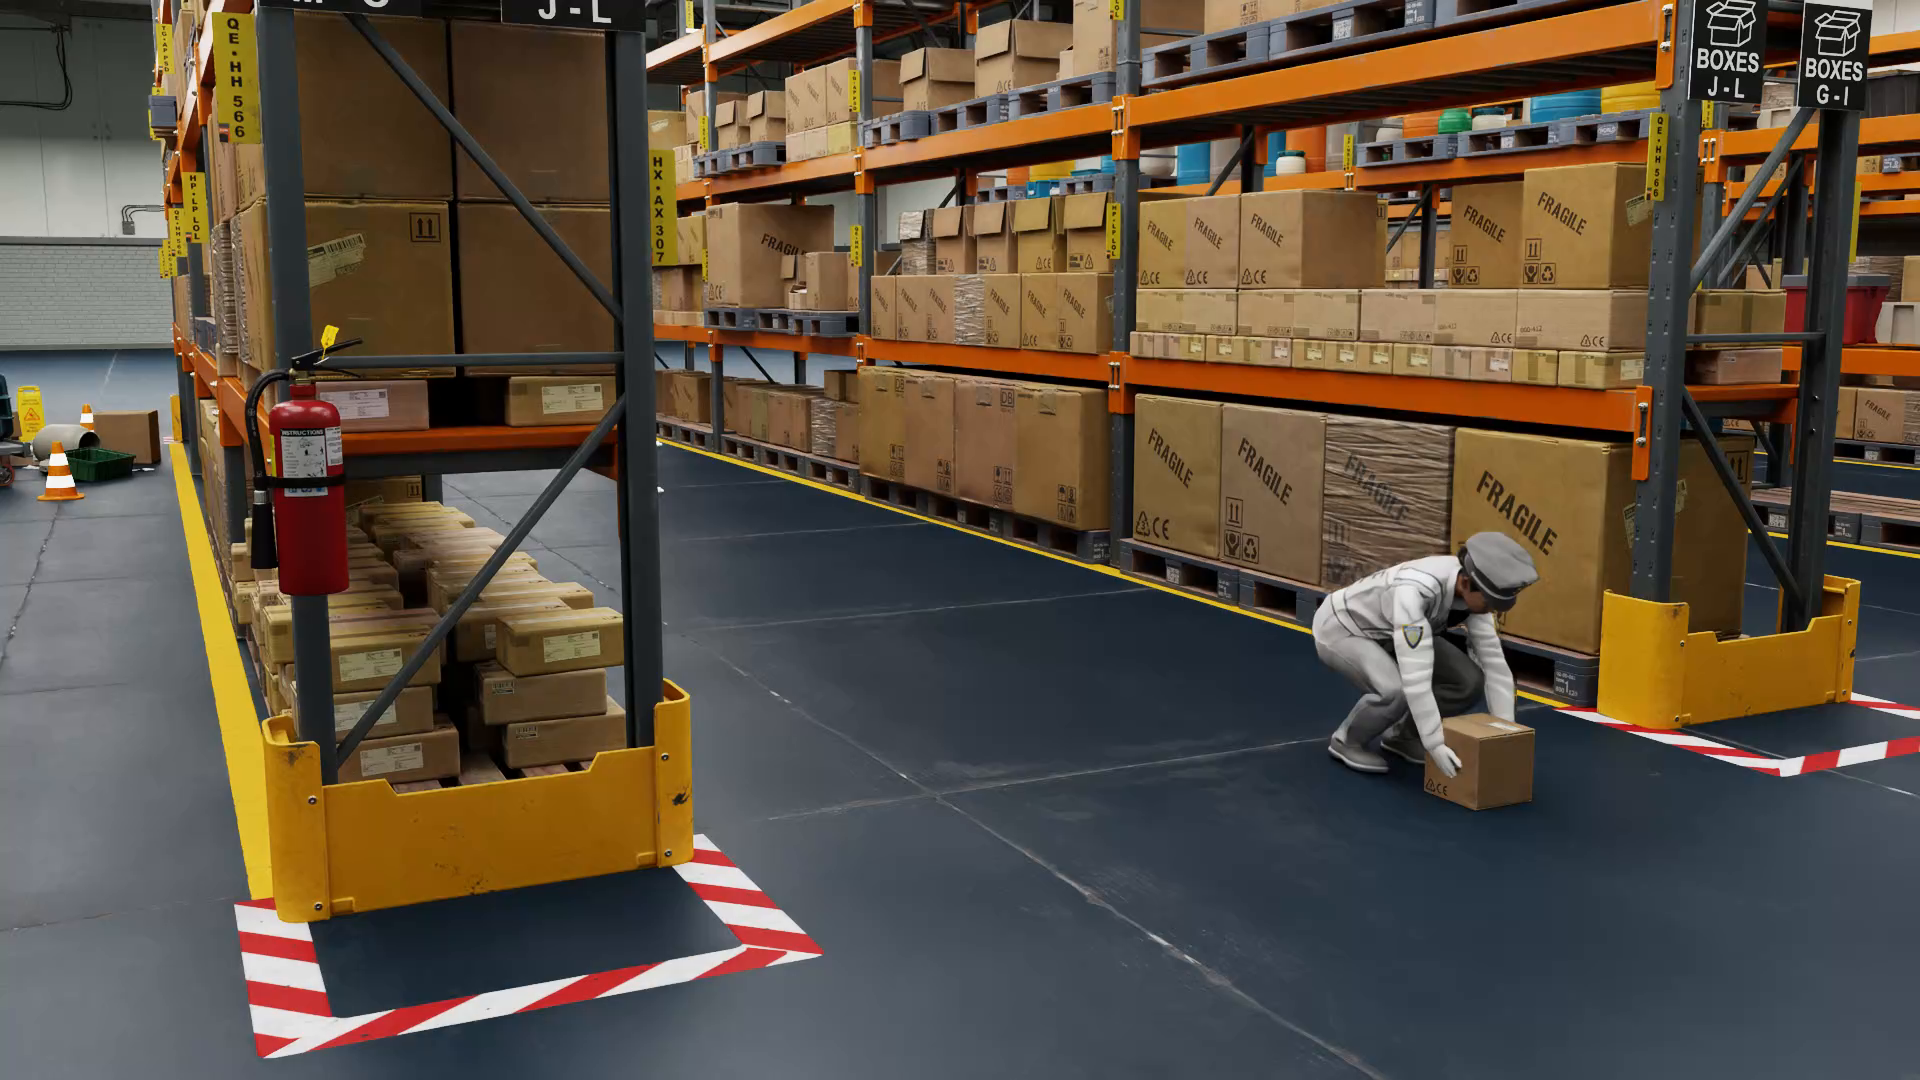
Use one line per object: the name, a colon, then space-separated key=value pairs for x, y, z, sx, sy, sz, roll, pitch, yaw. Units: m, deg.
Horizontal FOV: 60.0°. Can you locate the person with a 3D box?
person: x=1.630 y=0.387 z=5.877 sx=0.485 sy=0.899 sz=0.856 roll=-4 pitch=10 yaw=-26
